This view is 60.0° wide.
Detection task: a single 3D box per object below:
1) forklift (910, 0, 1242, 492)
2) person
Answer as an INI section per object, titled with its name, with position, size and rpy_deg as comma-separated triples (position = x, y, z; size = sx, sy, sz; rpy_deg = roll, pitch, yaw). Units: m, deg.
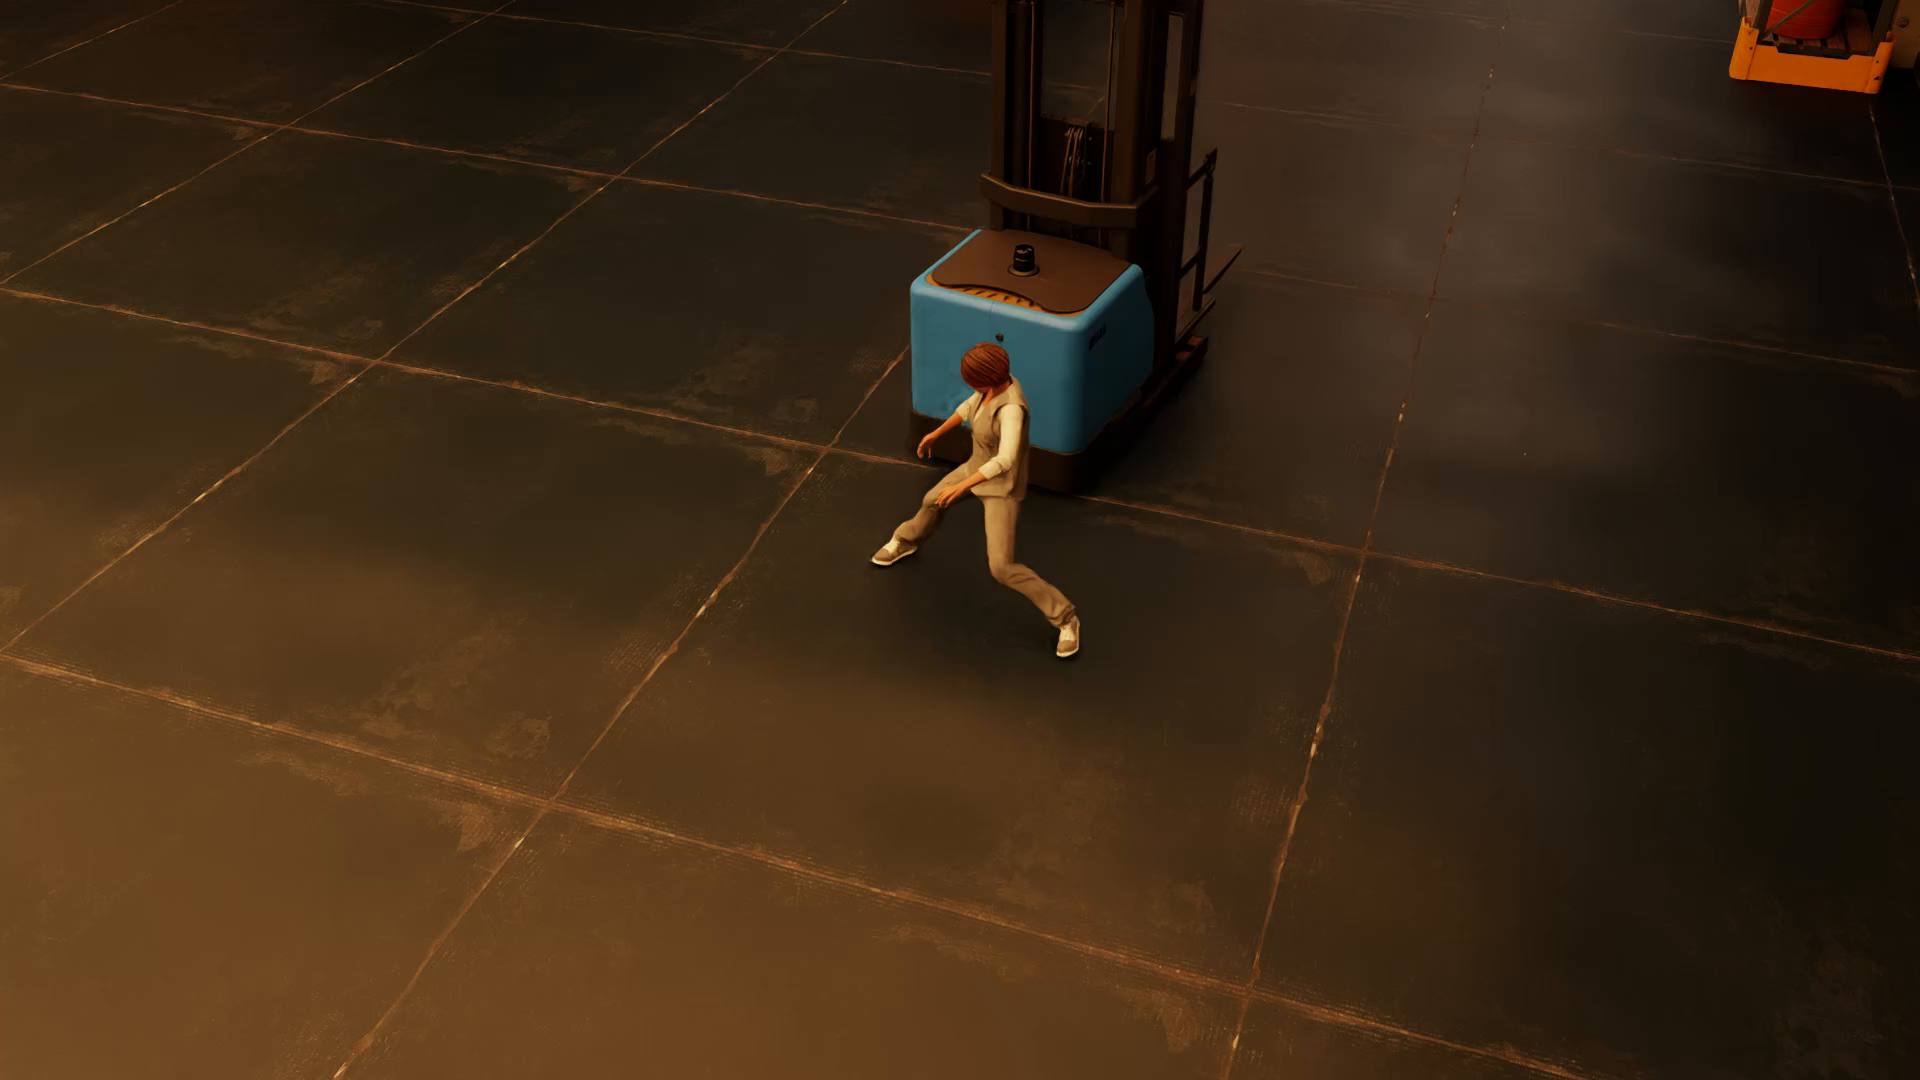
[forklift]
position = 0.860, -2.284, 9.332
size = 1.130, 2.935, 3.031
rpy_deg = 17, 39, 23
[person]
position = 0.073, -0.264, 7.792
size = 0.839, 1.409, 1.110
rpy_deg = -9, 36, -12
